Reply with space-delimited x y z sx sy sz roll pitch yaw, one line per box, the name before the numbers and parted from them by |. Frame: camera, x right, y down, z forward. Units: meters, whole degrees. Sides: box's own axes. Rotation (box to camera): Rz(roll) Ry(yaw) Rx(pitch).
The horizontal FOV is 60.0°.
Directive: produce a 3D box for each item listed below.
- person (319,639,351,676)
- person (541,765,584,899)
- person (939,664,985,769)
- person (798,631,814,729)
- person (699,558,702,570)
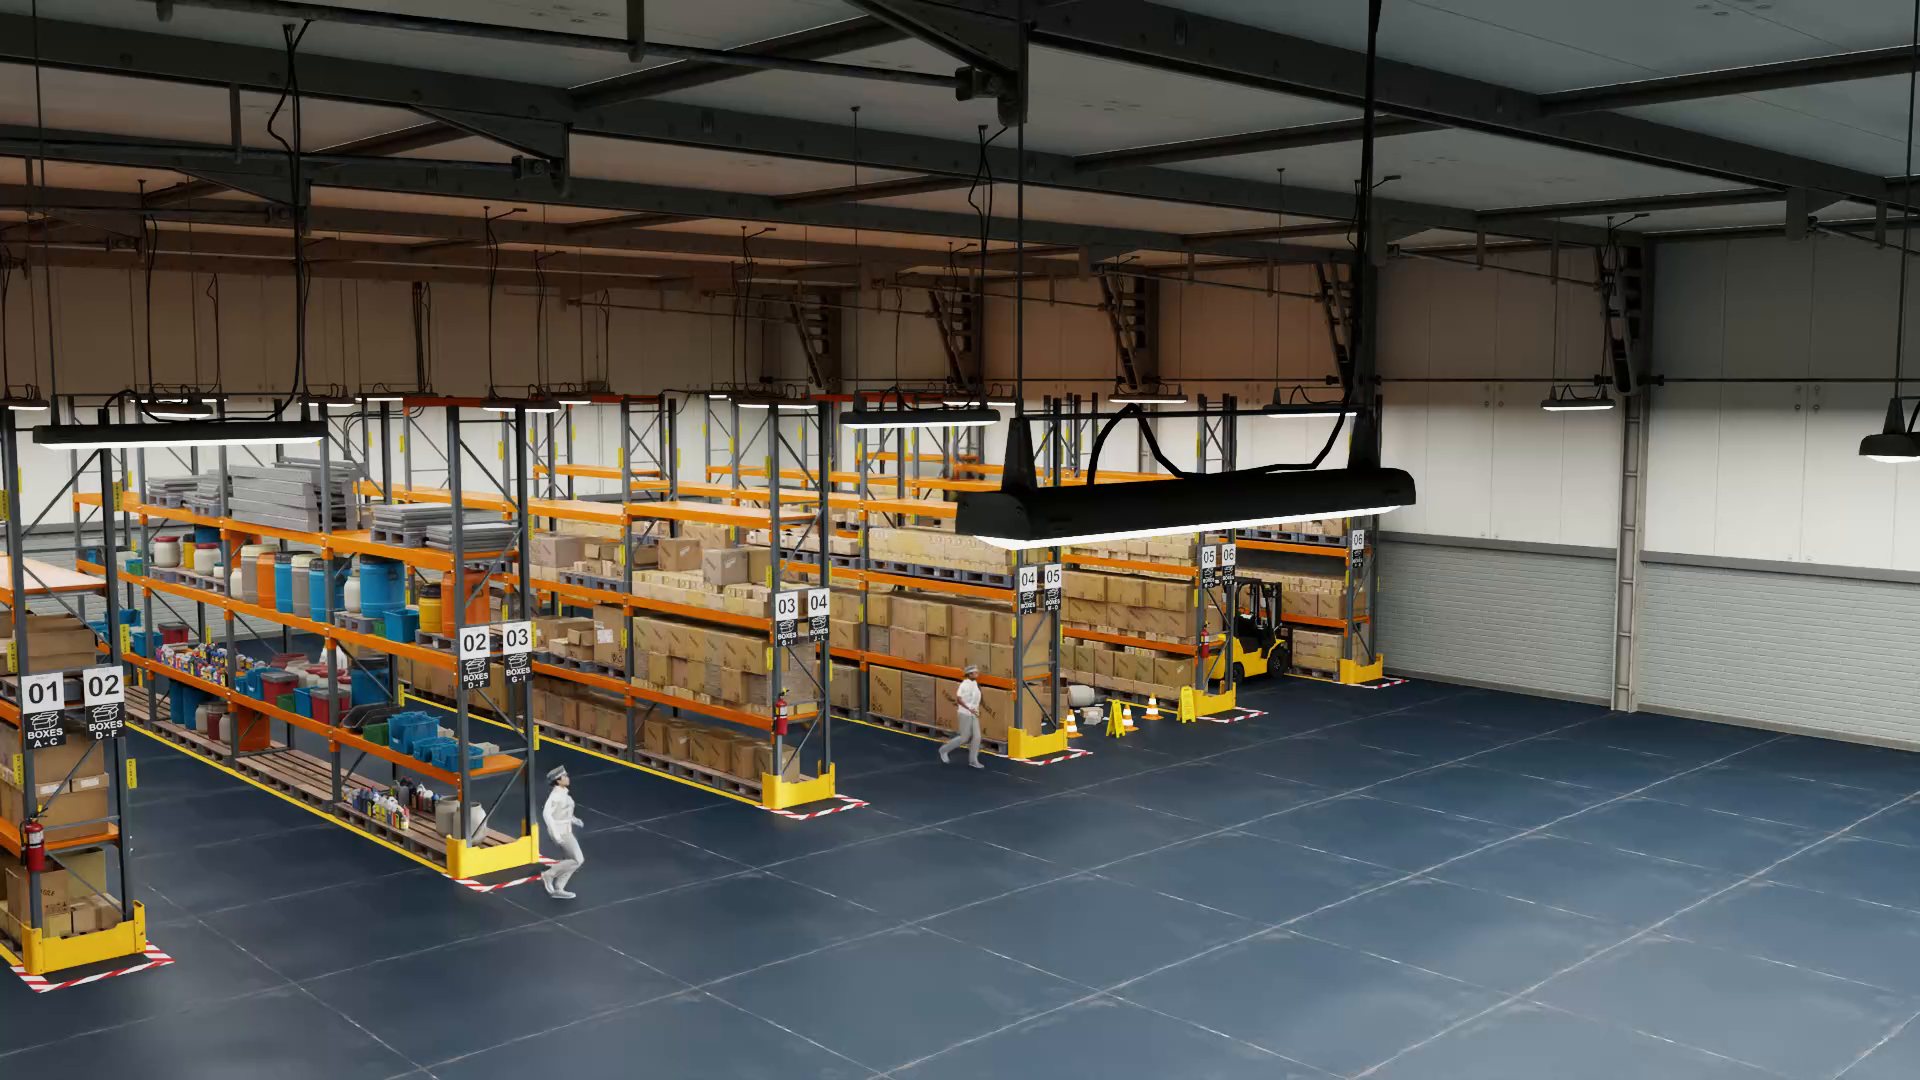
person | -11.604 2.545 30.872 0.739 1.647 0.608 3 6 30
person | -4.852 3.556 20.279 0.513 1.634 0.634 -1 6 -12
person | 0.115 2.869 27.325 0.785 1.666 0.672 3 6 26
person | -2.954 2.510 30.237 0.666 1.768 0.979 -5 8 -43
person | -6.757 1.263 44.396 0.658 1.689 0.680 -2 6 -16
